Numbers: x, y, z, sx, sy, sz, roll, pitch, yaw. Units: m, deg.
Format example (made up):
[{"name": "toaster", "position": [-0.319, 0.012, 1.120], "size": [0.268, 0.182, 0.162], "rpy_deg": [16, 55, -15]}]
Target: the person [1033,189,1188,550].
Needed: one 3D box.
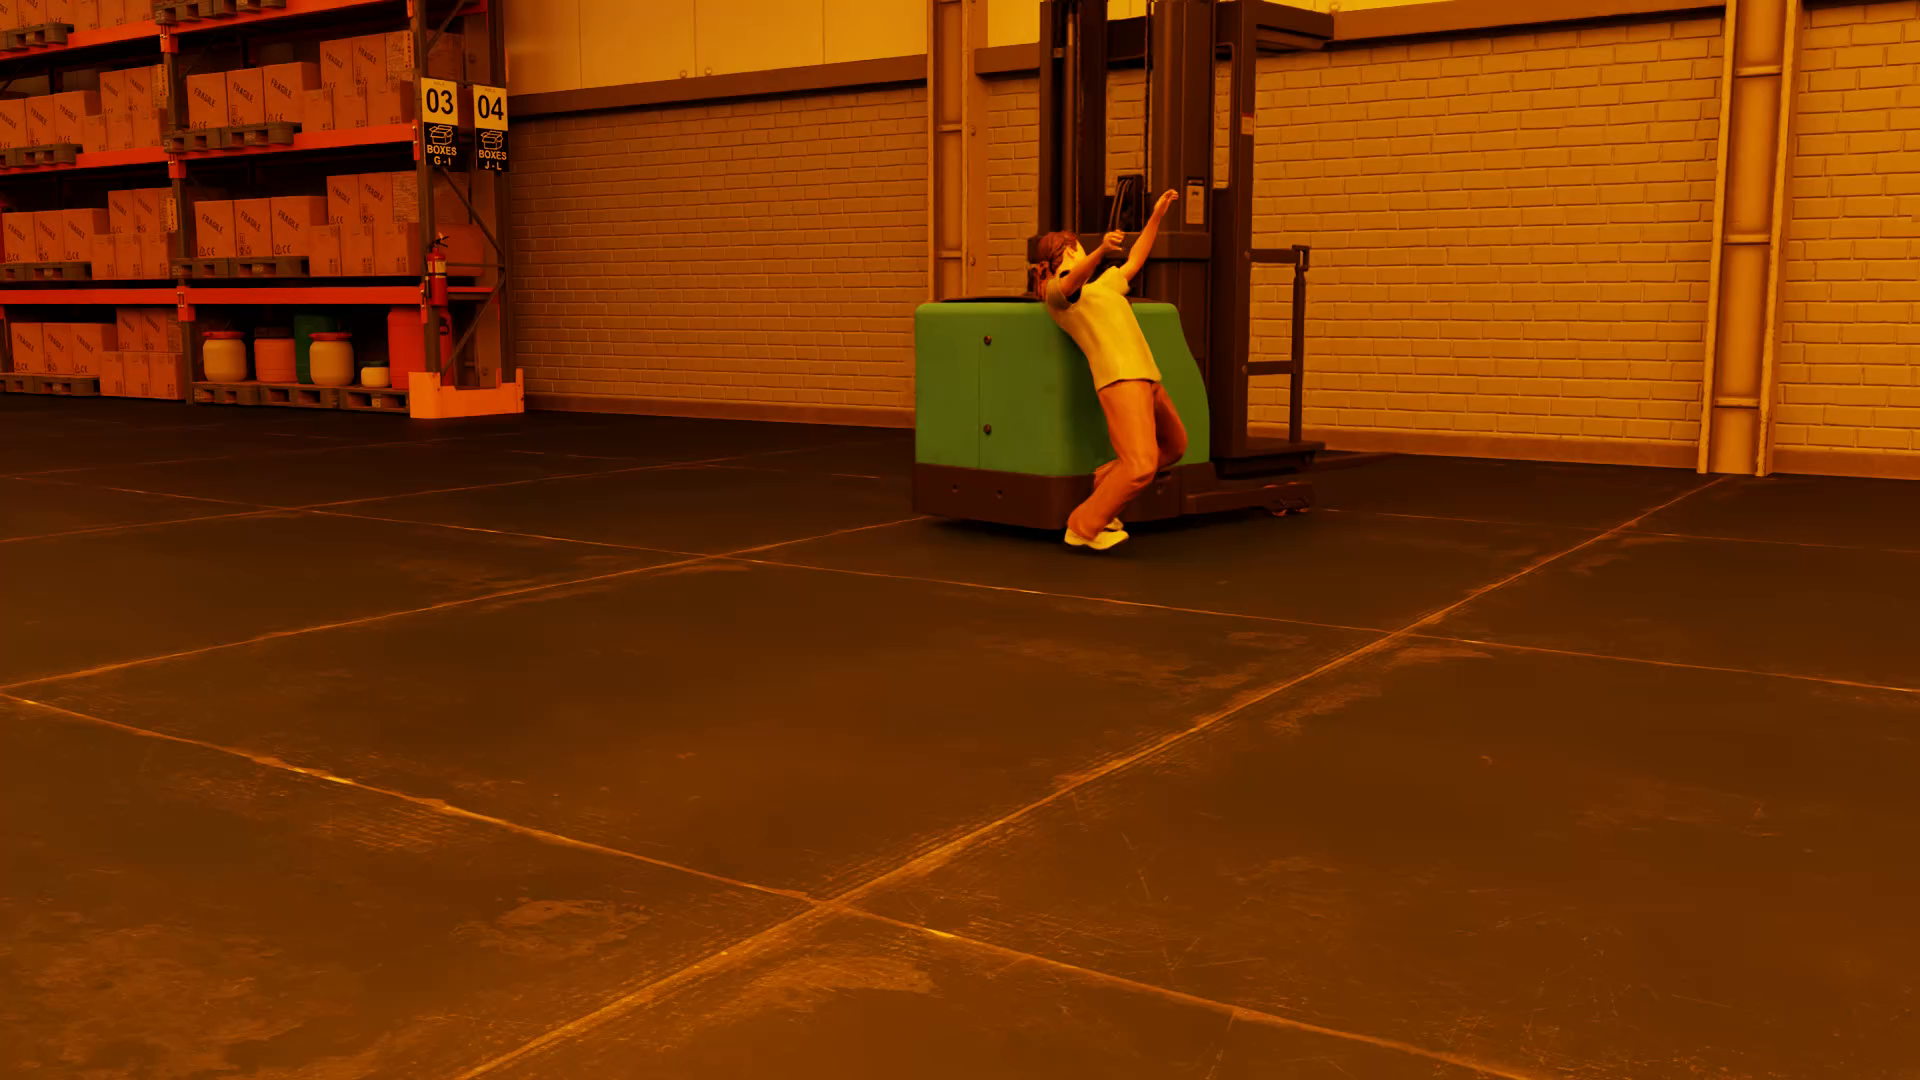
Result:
[{"name": "person", "position": [0.578, -0.731, 7.100], "size": [0.653, 1.535, 0.946], "rpy_deg": [3, 9, 19]}]

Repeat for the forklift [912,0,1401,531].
[{"name": "forklift", "position": [1.189, -1.615, 8.553], "size": [3.031, 2.935, 1.130], "rpy_deg": [-7, 11, -42]}]
